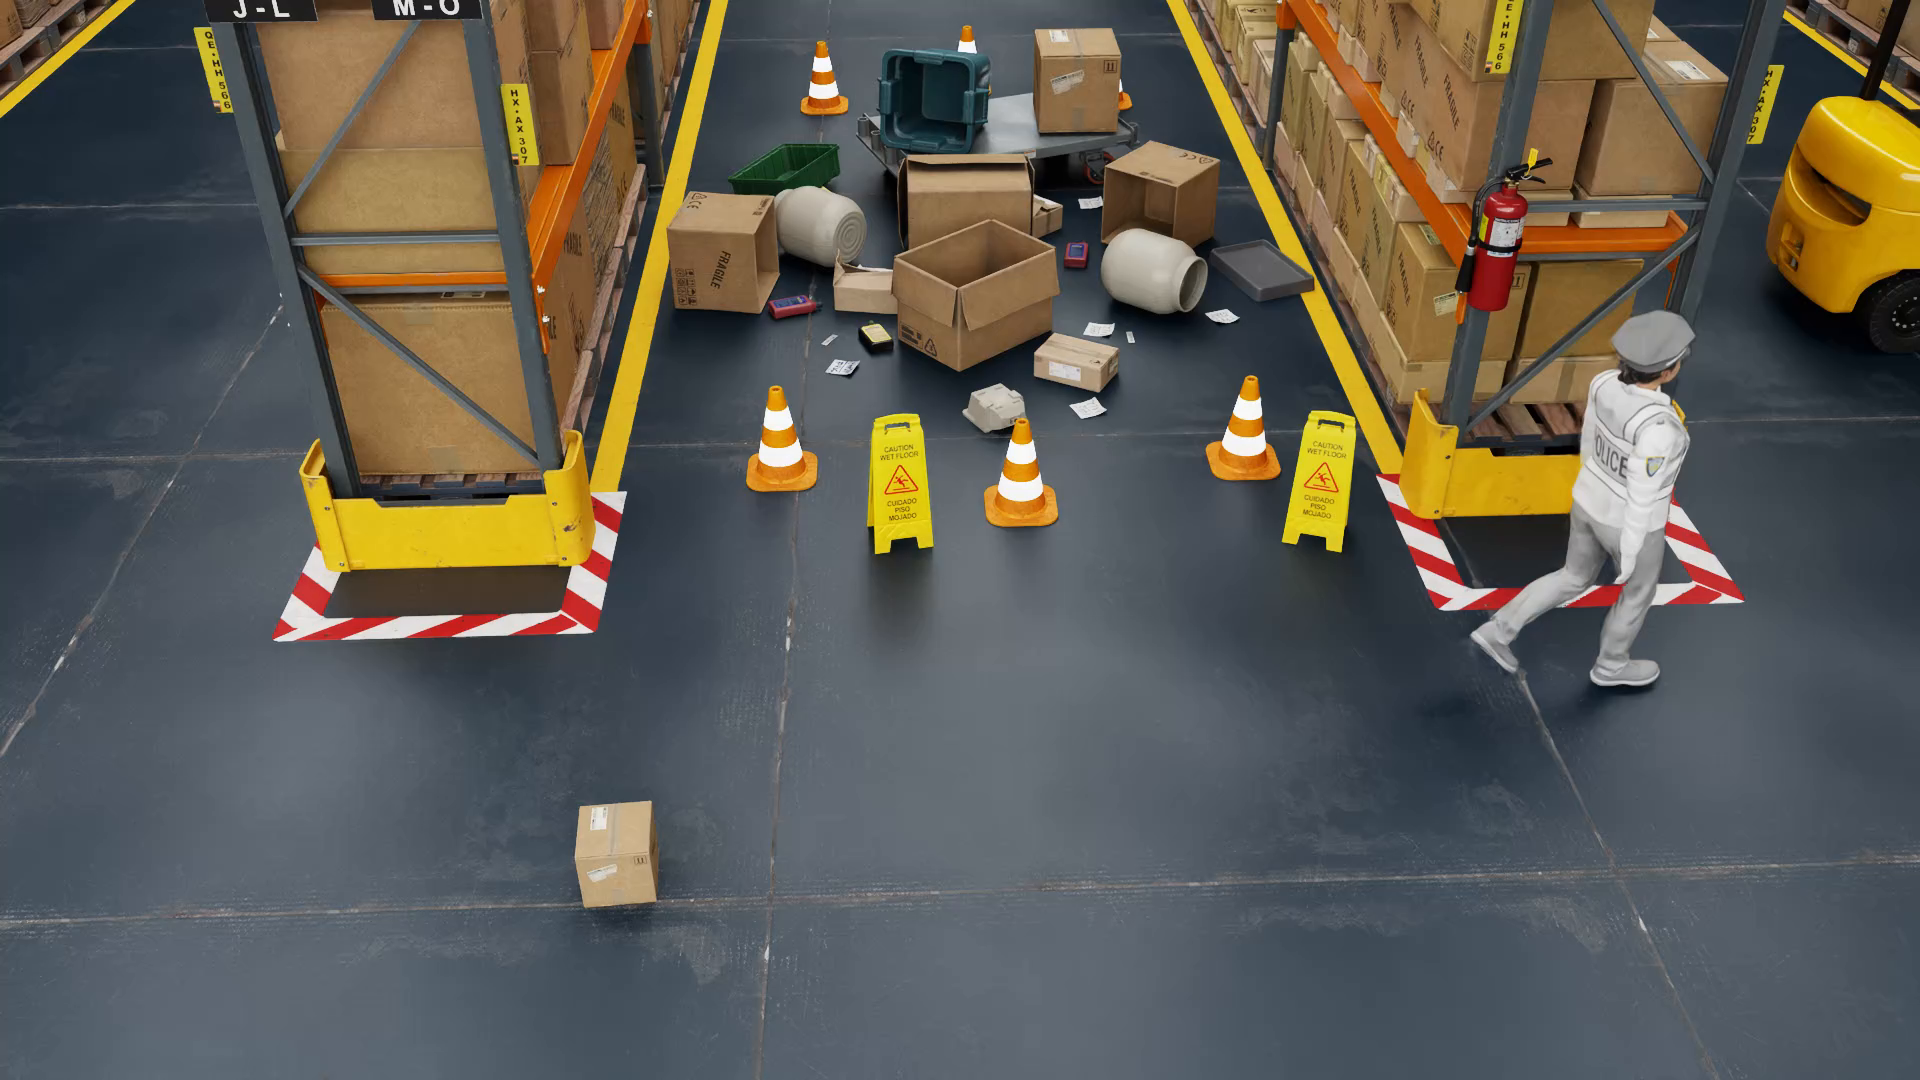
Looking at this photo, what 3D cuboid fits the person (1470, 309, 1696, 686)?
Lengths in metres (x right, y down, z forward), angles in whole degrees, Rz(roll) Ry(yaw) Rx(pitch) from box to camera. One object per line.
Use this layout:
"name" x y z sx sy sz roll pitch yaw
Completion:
"person" 2.428 -0.110 6.257 0.805 1.658 0.489 -9 36 -12
